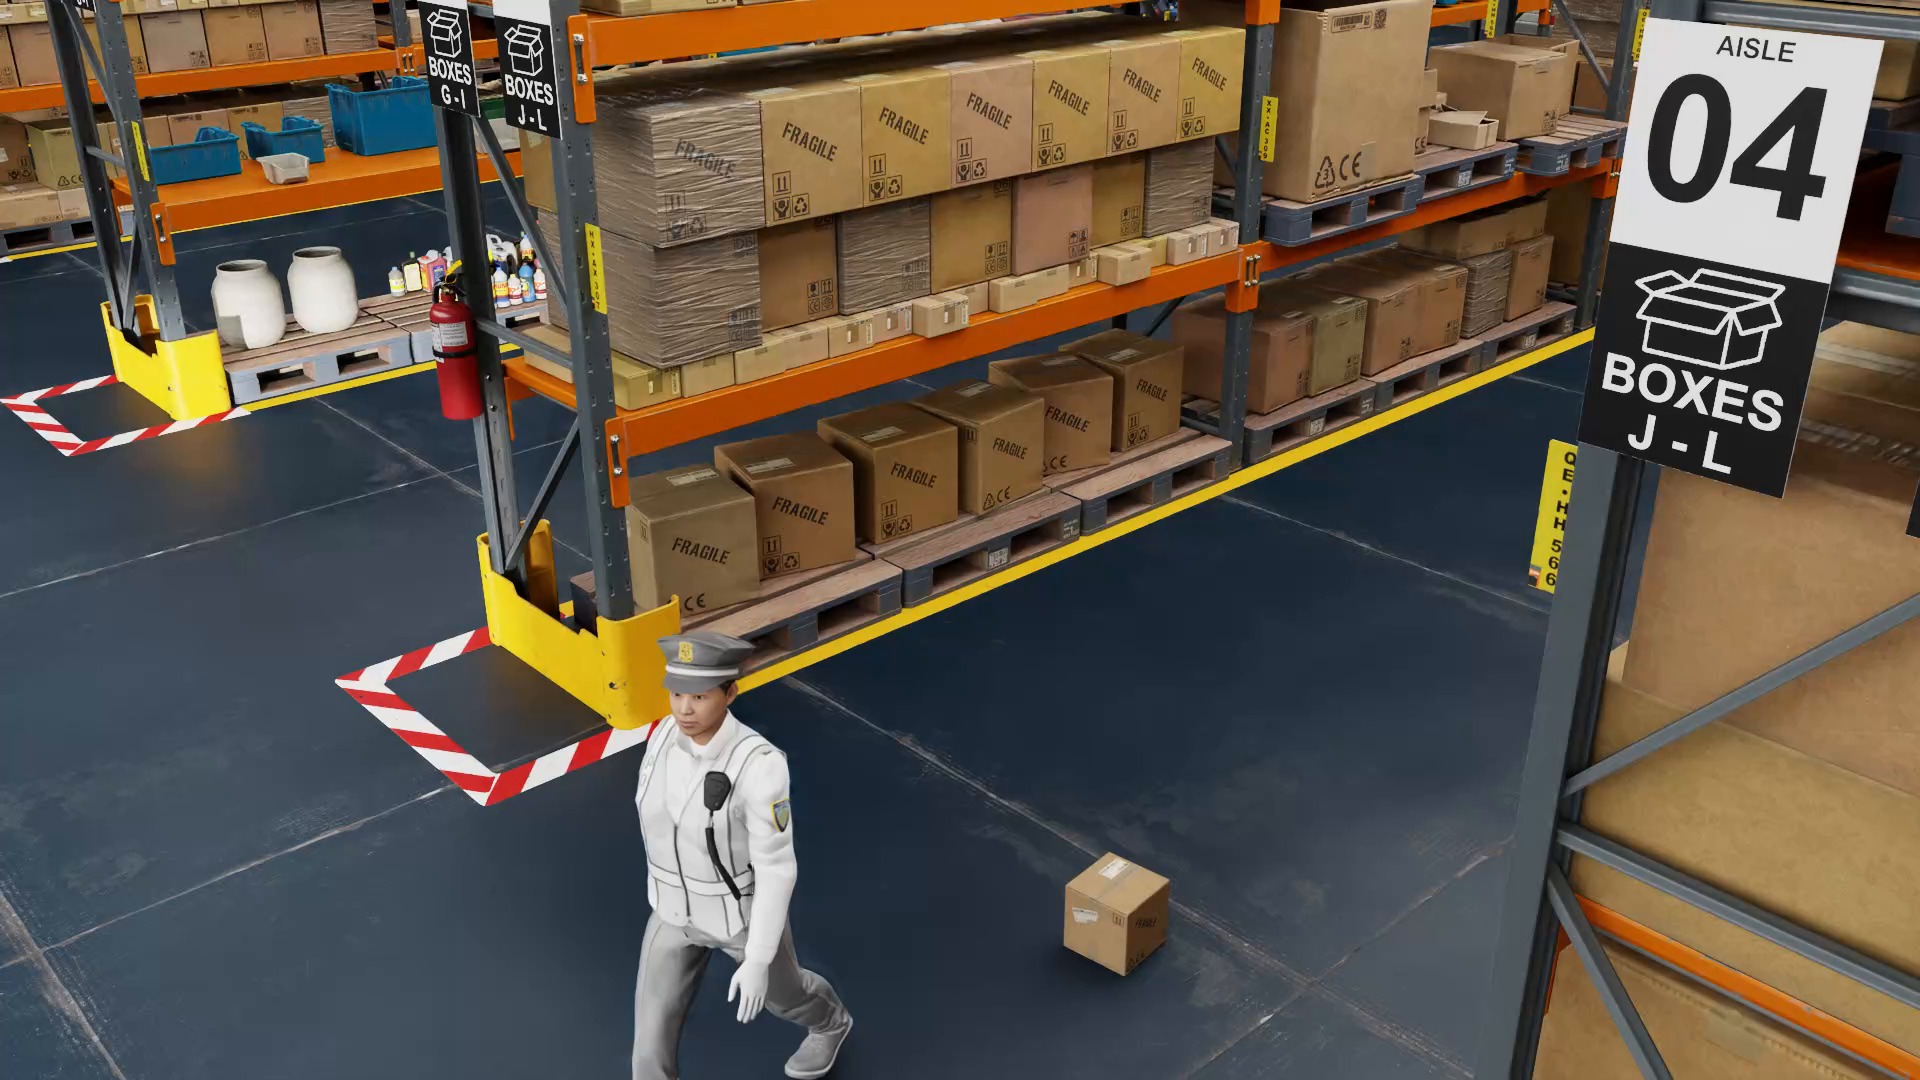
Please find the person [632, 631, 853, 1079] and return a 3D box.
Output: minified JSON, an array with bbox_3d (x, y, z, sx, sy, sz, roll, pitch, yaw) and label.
[{"bbox_3d":[-0.646,0.984,4.407,0.508,1.631,1.045,10,26,21],"label":"person"}]
